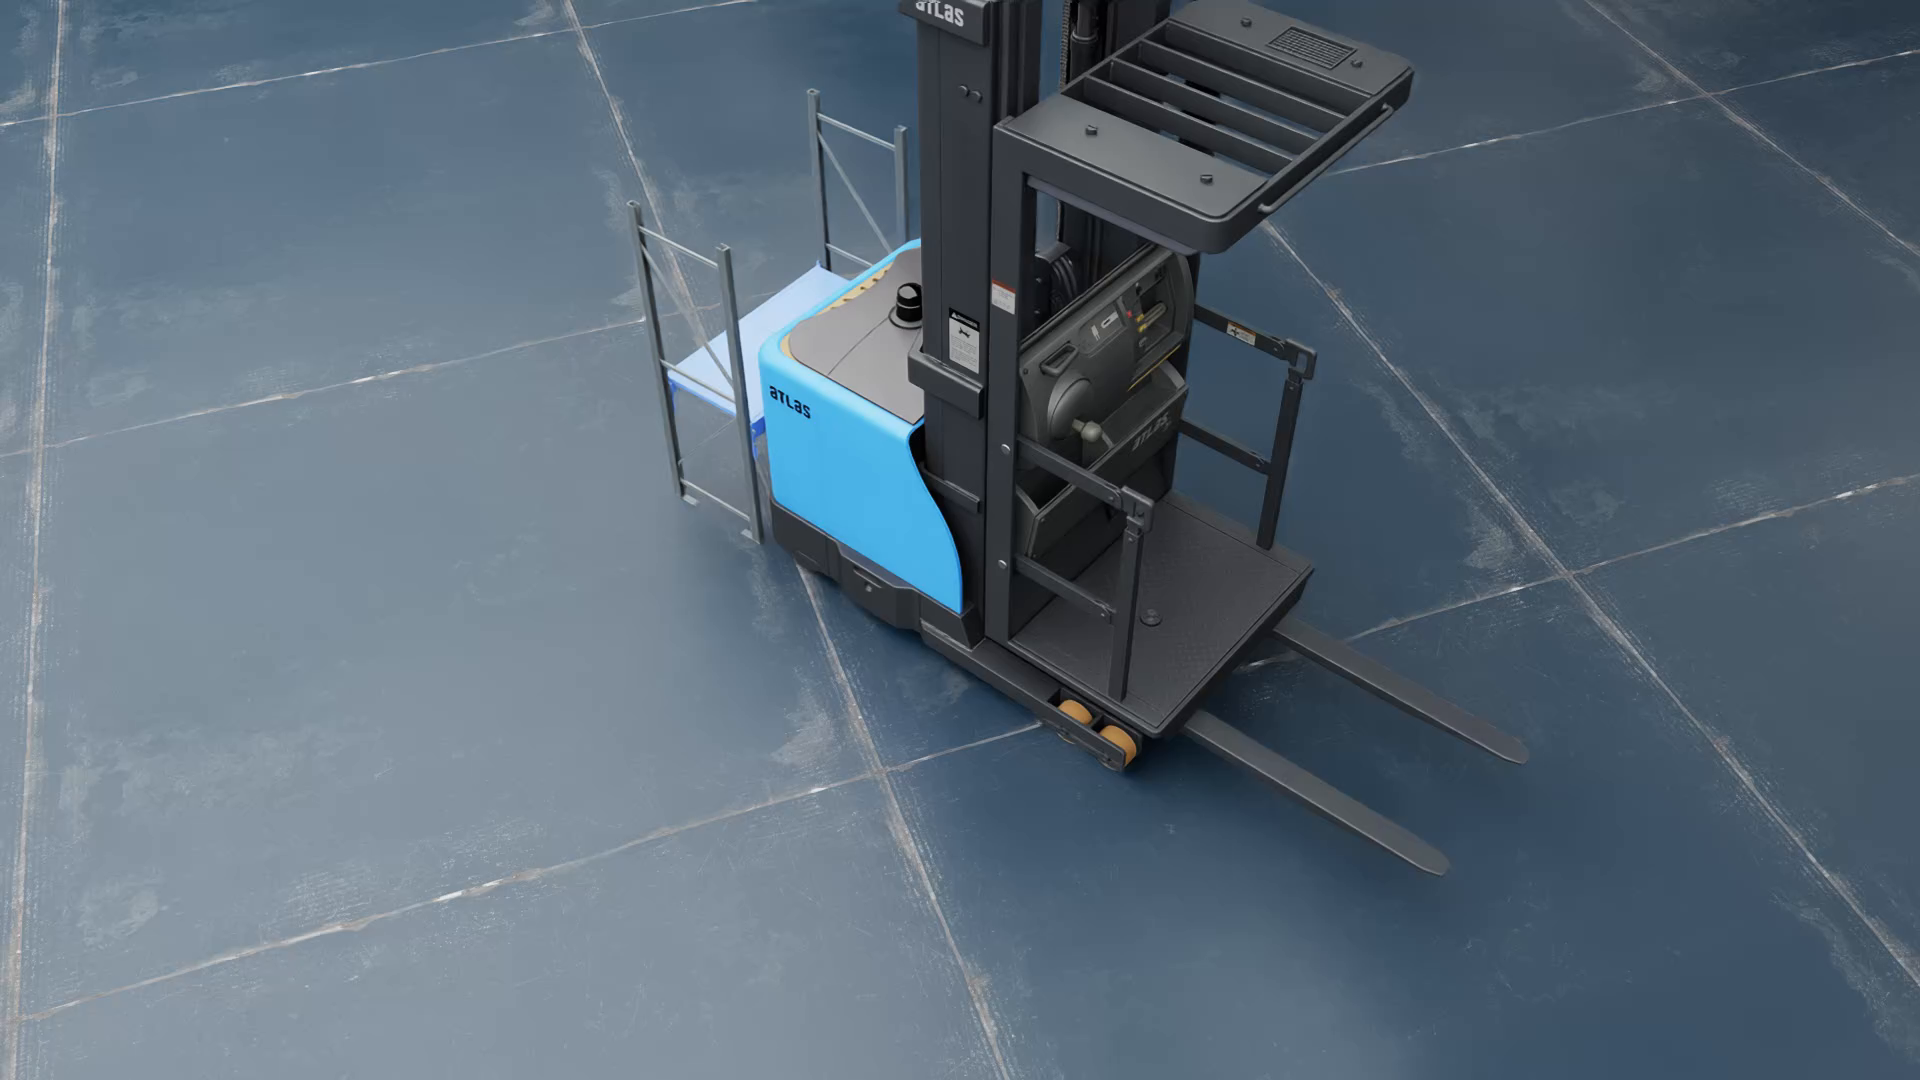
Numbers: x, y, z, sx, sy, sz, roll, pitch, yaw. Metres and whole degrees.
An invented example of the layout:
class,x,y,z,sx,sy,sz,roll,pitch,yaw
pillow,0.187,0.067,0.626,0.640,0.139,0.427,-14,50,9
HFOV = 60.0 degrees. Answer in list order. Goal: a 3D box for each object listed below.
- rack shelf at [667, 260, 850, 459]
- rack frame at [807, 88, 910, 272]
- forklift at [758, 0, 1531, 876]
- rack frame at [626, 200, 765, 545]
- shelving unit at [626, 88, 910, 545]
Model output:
class,x,y,z,sx,sy,sz,roll,pitch,yaw
rack shelf,-0.726,-0.782,7.034,0.538,0.185,1.000,29,52,26
rack frame,-0.416,-1.195,7.191,0.500,1.500,0.032,29,52,26
forklift,0.675,-0.607,5.595,3.031,2.935,1.130,30,52,27
rack frame,-1.036,-0.624,6.622,0.500,1.500,0.032,29,52,26
shelving unit,-0.726,-0.909,6.907,0.538,1.500,1.048,29,52,26
